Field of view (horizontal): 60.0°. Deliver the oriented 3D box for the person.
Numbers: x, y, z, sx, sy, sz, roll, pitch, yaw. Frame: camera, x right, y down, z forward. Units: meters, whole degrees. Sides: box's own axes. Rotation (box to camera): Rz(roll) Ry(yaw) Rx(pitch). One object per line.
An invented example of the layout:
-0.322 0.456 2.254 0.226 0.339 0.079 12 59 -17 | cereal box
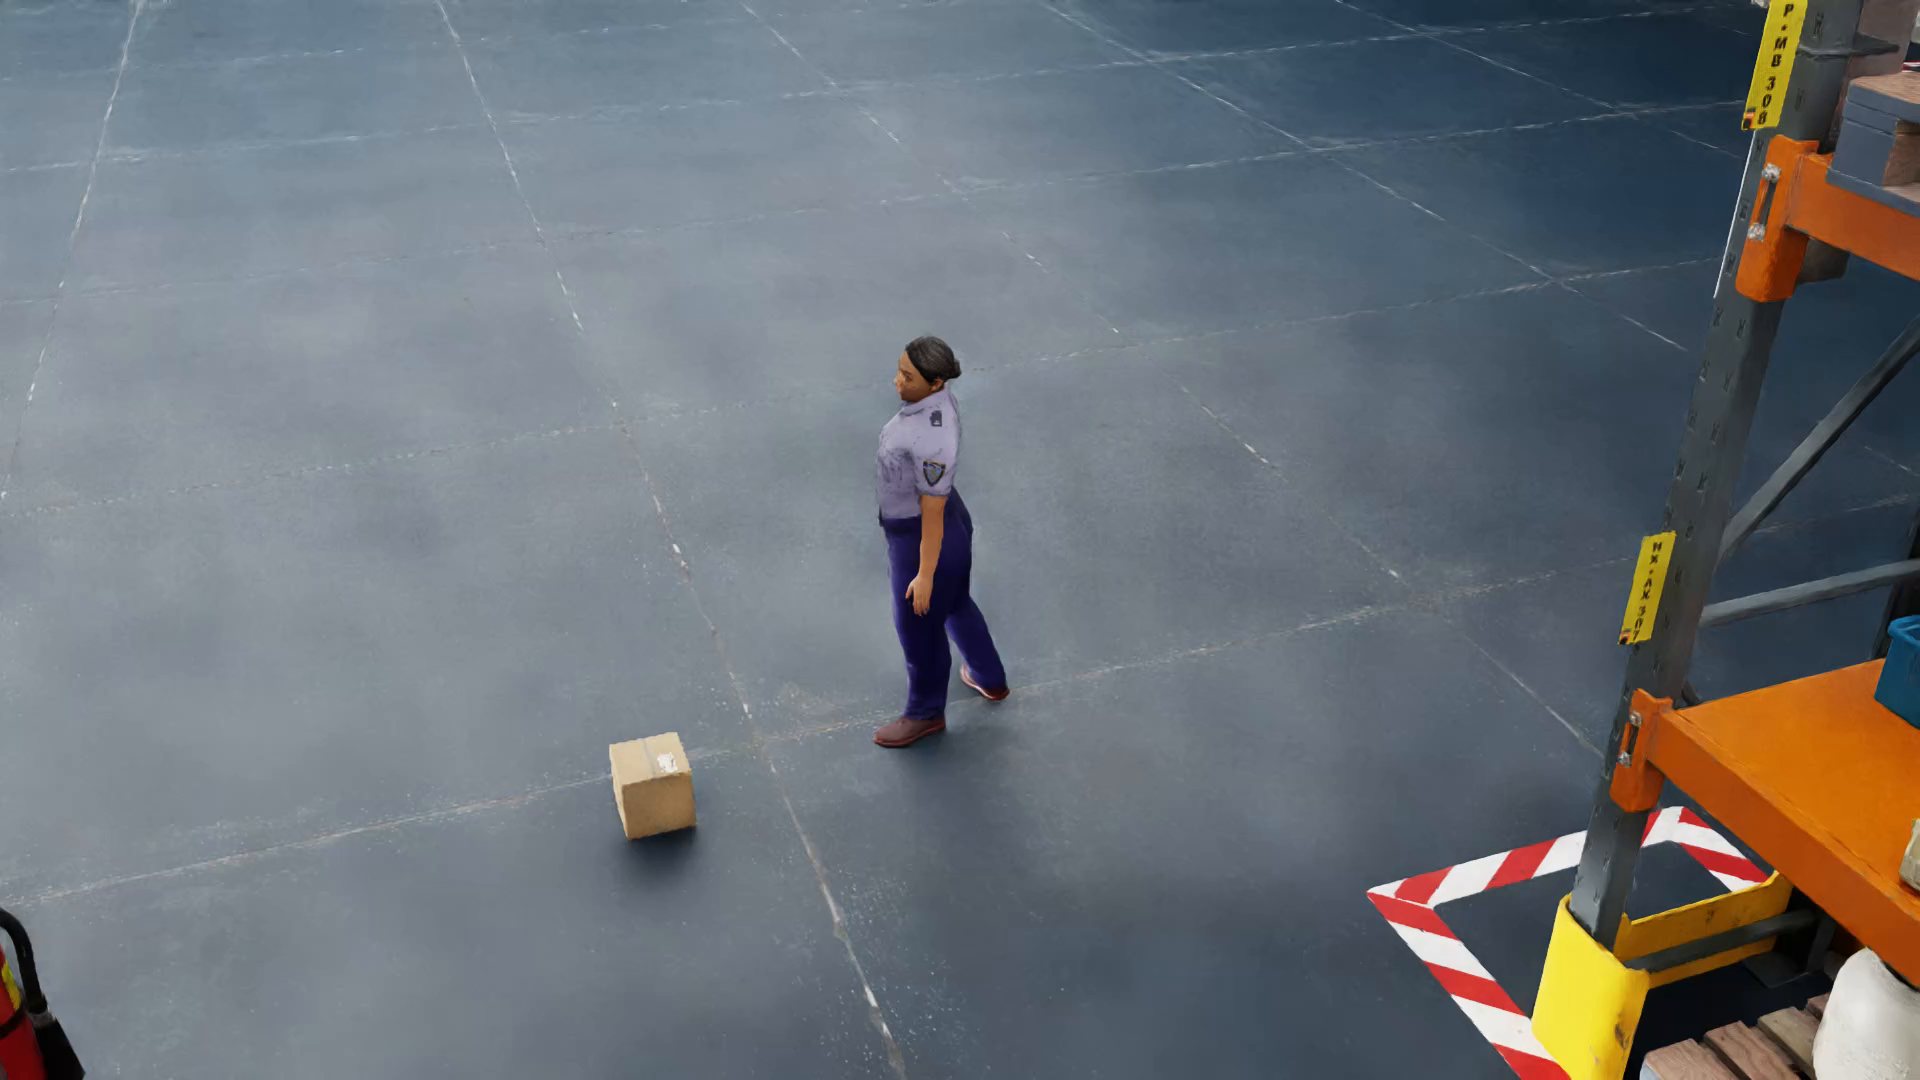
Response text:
-0.070 -0.007 6.164 0.521 1.648 0.652 1 30 2 | person
